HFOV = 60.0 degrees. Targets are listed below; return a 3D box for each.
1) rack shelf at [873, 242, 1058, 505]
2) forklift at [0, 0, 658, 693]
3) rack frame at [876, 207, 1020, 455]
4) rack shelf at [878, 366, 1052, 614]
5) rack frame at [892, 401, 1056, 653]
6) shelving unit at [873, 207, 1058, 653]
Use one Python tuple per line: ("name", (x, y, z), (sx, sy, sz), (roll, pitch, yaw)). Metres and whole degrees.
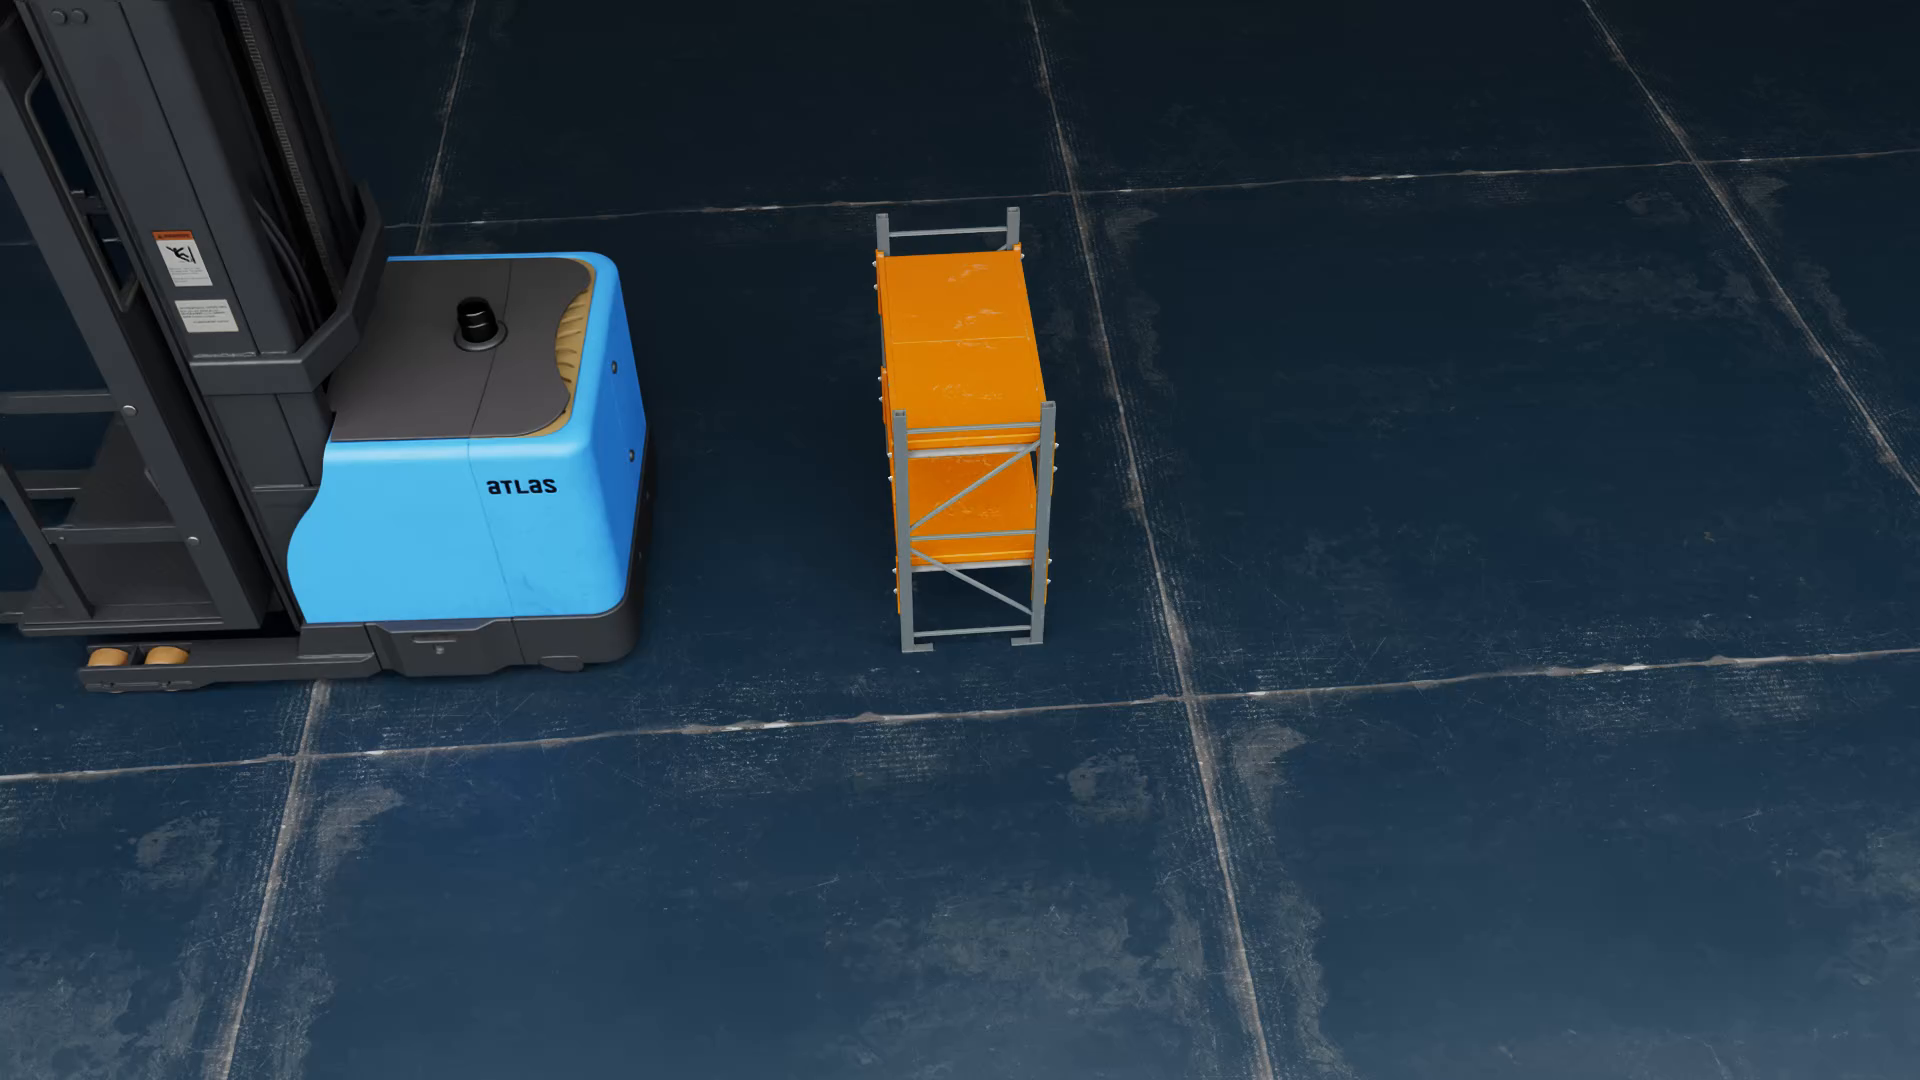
("rack shelf", (0.001, -0.583, 5.624), (0.538, 0.278, 1.000), (-3, 47, -3))
("forklift", (-2.658, -0.874, 5.059), (3.031, 2.935, 1.130), (-2, 47, -2))
("rack frame", (-0.042, -0.750, 6.185), (0.500, 1.125, 0.032), (-3, 47, -3))
("rack shelf", (0.001, -0.214, 6.014), (0.538, 0.278, 1.000), (-3, 47, -3))
("rack frame", (0.043, -0.014, 5.489), (0.500, 1.125, 0.032), (-3, 47, -3))
("shelving unit", (0.001, -0.382, 5.837), (0.538, 1.125, 1.048), (-3, 47, -3))
